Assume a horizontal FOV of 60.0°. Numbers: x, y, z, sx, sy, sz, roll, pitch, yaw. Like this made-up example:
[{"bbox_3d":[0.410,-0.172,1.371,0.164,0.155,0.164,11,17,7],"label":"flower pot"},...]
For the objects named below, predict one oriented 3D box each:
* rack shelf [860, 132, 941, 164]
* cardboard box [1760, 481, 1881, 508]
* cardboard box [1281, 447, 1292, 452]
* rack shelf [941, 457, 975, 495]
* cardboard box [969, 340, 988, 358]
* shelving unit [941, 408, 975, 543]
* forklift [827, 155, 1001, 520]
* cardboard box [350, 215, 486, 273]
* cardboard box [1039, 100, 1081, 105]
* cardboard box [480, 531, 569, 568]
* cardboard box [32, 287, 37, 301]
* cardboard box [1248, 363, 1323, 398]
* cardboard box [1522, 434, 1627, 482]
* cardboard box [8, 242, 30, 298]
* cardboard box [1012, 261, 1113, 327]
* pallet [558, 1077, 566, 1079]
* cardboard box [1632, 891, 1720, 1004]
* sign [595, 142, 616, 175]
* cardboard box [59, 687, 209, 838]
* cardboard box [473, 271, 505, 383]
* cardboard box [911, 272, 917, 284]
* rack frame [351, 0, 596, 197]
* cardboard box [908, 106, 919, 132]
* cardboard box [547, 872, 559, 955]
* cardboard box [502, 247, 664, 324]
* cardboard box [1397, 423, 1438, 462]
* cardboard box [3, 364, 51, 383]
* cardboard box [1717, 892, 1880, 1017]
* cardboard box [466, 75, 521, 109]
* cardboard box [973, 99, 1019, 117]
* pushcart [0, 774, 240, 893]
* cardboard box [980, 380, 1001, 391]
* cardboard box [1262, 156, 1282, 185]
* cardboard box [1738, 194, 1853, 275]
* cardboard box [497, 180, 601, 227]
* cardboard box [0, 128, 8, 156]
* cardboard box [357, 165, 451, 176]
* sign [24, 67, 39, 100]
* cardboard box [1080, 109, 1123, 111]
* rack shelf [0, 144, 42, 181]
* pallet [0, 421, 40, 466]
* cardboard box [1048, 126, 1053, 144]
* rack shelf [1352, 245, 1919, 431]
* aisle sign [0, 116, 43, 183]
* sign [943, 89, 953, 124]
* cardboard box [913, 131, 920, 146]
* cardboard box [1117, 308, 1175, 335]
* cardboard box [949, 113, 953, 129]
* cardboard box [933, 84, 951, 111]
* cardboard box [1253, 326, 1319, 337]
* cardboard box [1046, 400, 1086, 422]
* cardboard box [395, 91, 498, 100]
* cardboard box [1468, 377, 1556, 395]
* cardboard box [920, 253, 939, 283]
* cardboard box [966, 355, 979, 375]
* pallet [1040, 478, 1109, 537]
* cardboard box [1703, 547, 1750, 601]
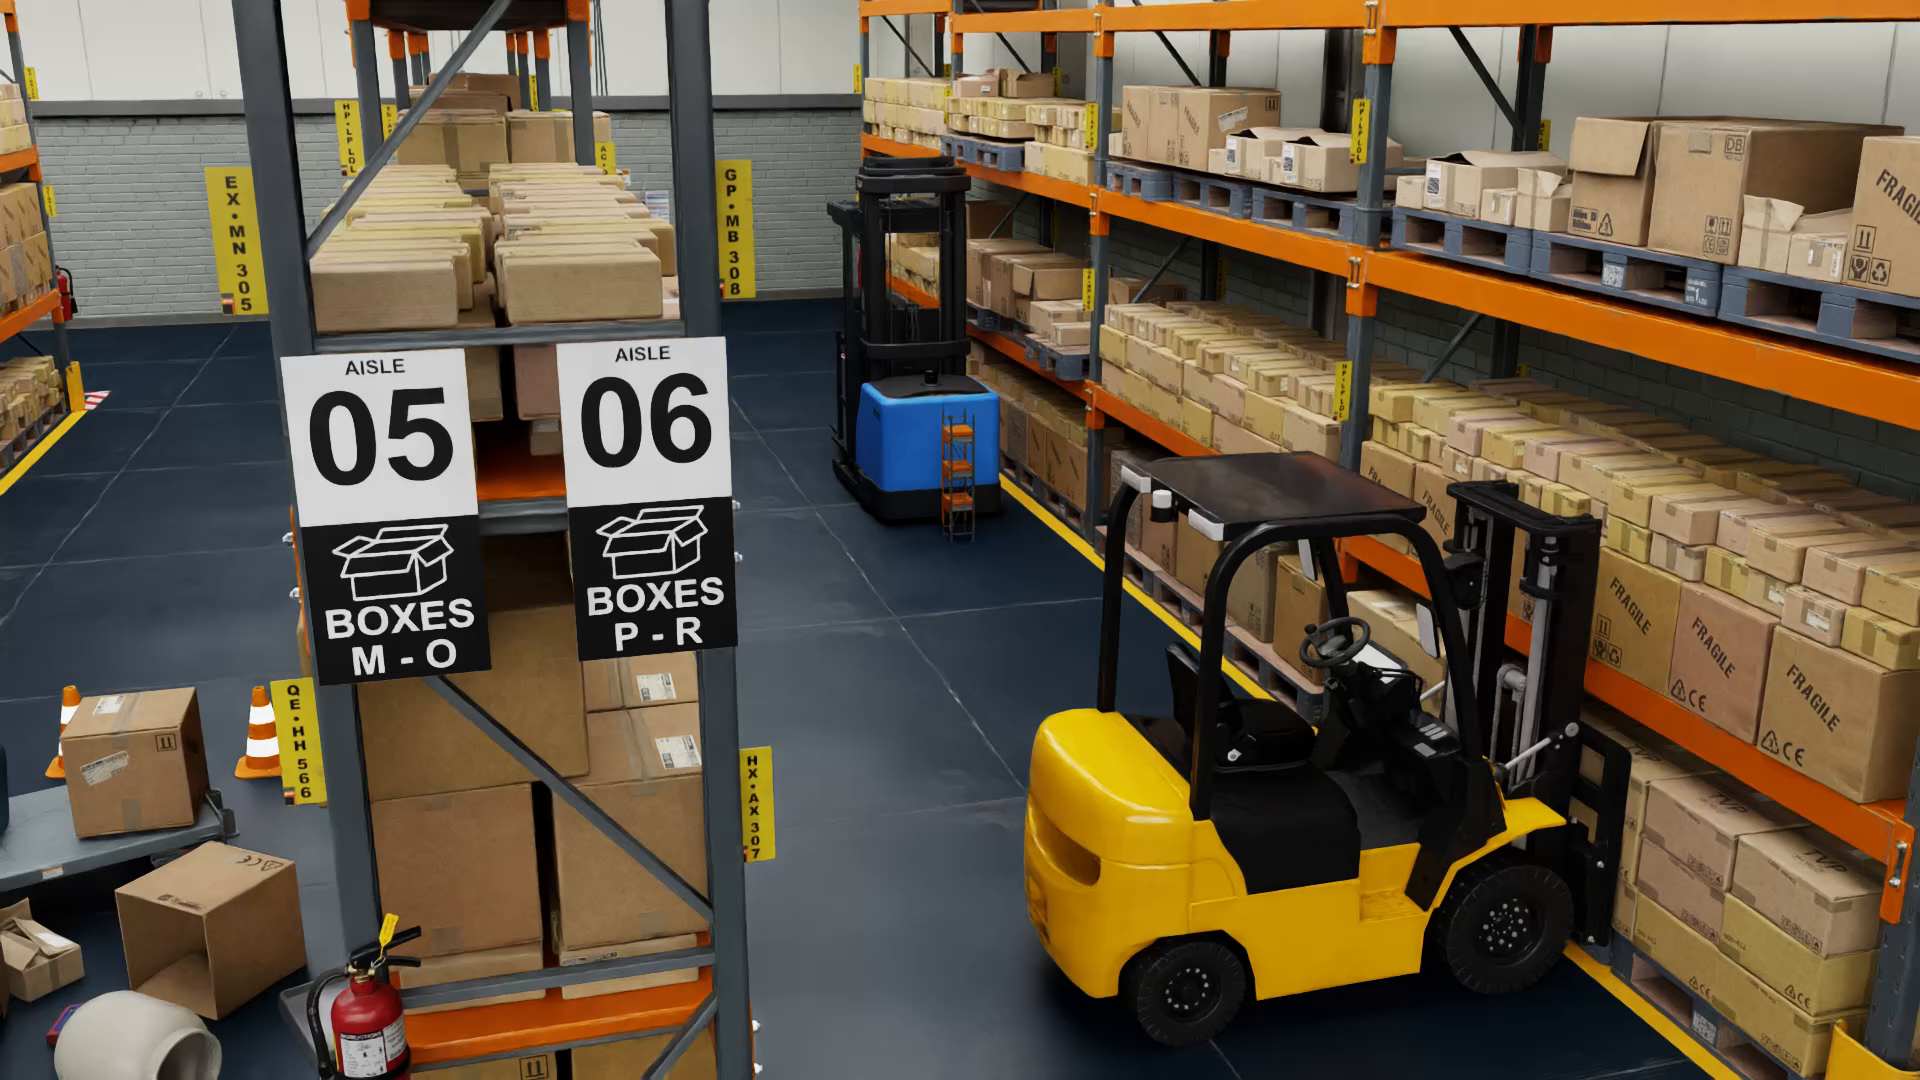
[{"bbox_3d":[-0.141,-4.199,18.254,1.077,0.370,4.000,-5,17,-15],"label":"rack shelf"},{"bbox_3d":[3.544,-0.133,6.863,0.380,0.149,0.250,-4,17,-14],"label":"cardboard box"},{"bbox_3d":[2.218,-0.388,9.791,0.500,0.250,0.500,-4,17,-14],"label":"cardboard box"},{"bbox_3d":[-0.015,-0.507,13.353,0.215,0.259,0.240,-5,17,-15],"label":"rack shelf"},{"bbox_3d":[0.310,-1.896,16.519,0.380,0.149,0.250,-5,17,-16],"label":"cardboard box"},{"bbox_3d":[-0.015,-0.518,13.350,0.215,1.050,0.252,-5,17,-15],"label":"shelving unit"},{"bbox_3d":[-0.549,-1.957,14.871,1.130,2.935,3.031,-5,17,-15],"label":"forklift"},{"bbox_3d":[-1.644,-0.896,5.056,0.380,0.149,0.250,-5,17,-15],"label":"cardboard box"},{"bbox_3d":[0.910,-3.826,14.778,0.380,0.149,0.250,-5,17,-15],"label":"cardboard box"},{"bbox_3d":[-1.547,0.225,5.060,0.700,0.500,0.500,-5,17,-15],"label":"cardboard box"},{"bbox_3d":[-9.716,-2.520,17.063,0.380,0.149,0.250,-5,17,-16],"label":"cardboard box"},{"bbox_3d":[1.995,-0.981,10.202,0.380,0.149,0.250,-5,18,-17],"label":"cardboard box"},{"bbox_3d":[2.840,-0.380,7.686,0.380,0.149,0.250,-5,17,-15],"label":"cardboard box"},{"bbox_3d":[-9.537,-2.652,16.375,0.500,0.500,0.500,-5,17,-15],"label":"cardboard box"},{"bbox_3d":[0.882,-2.135,14.436,0.797,0.503,0.637,-5,17,-17],"label":"cardboard box"},{"bbox_3d":[-1.275,2.246,5.609,1.003,0.211,1.213,-5,17,-15],"label":"pallet"},{"bbox_3d":[3.146,1.638,6.836,0.500,0.250,0.500,-5,17,-15],"label":"cardboard box"},{"bbox_3d":[-1.644,-1.677,7.708,0.100,0.325,0.005,-5,17,-15],"label":"sign"},{"bbox_3d":[-3.867,1.036,7.818,0.500,0.500,0.500,-5,17,-15],"label":"cardboard box"},{"bbox_3d":[-1.589,-0.609,4.795,0.500,0.250,0.500,-5,17,-16],"label":"cardboard box"},{"bbox_3d":[-0.328,-2.930,18.430,0.380,0.149,0.250,-5,17,-15],"label":"cardboard box"},{"bbox_3d":[-2.164,-2.821,7.201,1.000,3.000,0.127,-5,17,-15],"label":"rack frame"},{"bbox_3d":[-0.247,-4.460,17.617,0.500,0.250,0.500,-4,17,-14],"label":"cardboard box"},{"bbox_3d":[-1.042,1.100,5.013,0.380,0.149,0.250,-4,17,-14],"label":"cardboard box"},{"bbox_3d":[-0.966,-0.654,4.251,0.380,0.149,0.250,-5,17,-16],"label":"cardboard box"},{"bbox_3d":[2.515,-0.519,8.665,0.380,0.149,0.250,-4,17,-14],"label":"cardboard box"},{"bbox_3d":[-9.597,-1.706,17.110,0.380,0.149,0.250,-5,17,-16],"label":"cardboard box"},{"bbox_3d":[3.273,1.532,6.320,0.500,0.250,0.500,-5,17,-16],"label":"cardboard box"},{"bbox_3d":[-4.322,-4.073,15.507,0.500,0.500,0.500,-4,17,-14],"label":"cardboard box"},{"bbox_3d":[0.336,-3.934,15.135,0.380,0.149,0.250,-5,17,-16],"label":"cardboard box"},{"bbox_3d":[-4.342,1.502,7.795,1.648,0.377,0.936,-12,20,-34],"label":"pushcart"},{"bbox_3d":[0.481,-1.260,16.047,0.500,0.500,0.500,-5,17,-16],"label":"cardboard box"},{"bbox_3d":[2.013,-2.187,9.836,0.380,0.149,0.250,-5,17,-15],"label":"cardboard box"},{"bbox_3d":[3.117,-1.131,6.120,0.396,0.266,0.258,-5,17,-15],"label":"cardboard box"},{"bbox_3d":[-1.566,-1.289,6.364,0.380,0.149,0.250,-5,17,-16],"label":"cardboard box"},{"bbox_3d":[-9.543,-3.829,16.031,0.500,0.250,0.500,-4,17,-13],"label":"cardboard box"},{"bbox_3d":[-2.391,-1.533,7.178,0.380,0.149,0.250,-5,17,-16],"label":"cardboard box"},{"bbox_3d":[-9.654,-4.747,17.287,0.100,0.325,0.005,-5,17,-15],"label":"sign"},{"bbox_3d":[1.159,-3.299,13.056,0.380,0.149,0.250,-5,18,-17],"label":"cardboard box"},{"bbox_3d":[-9.644,-3.387,15.548,1.077,0.370,4.000,-5,17,-15],"label":"rack shelf"},{"bbox_3d":[-9.652,-0.927,16.171,1.003,0.211,1.213,-5,17,-15],"label":"pallet"},{"bbox_3d":[0.948,-3.368,13.806,0.380,0.149,0.250,-5,17,-15],"label":"cardboard box"},{"bbox_3d":[3.157,-0.880,7.204,1.077,0.370,4.000,-5,17,-15],"label":"rack shelf"},{"bbox_3d":[-9.925,-4.137,17.490,0.394,0.787,0.004,-5,17,-15],"label":"aisle sign"},{"bbox_3d":[-0.111,-4.193,16.085,0.100,0.325,0.005,-5,17,-15],"label":"sign"},{"bbox_3d":[-0.287,-4.303,17.786,0.380,0.149,0.250,-5,17,-15],"label":"cardboard box"},{"bbox_3d":[1.387,-1.621,12.333,0.380,0.149,0.250,-4,17,-14],"label":"cardboard box"},{"bbox_3d":[0.109,-4.005,15.891,0.380,0.149,0.250,-4,17,-14],"label":"cardboard box"},{"bbox_3d":[0.039,-4.421,16.617,0.500,0.250,0.500,-5,17,-15],"label":"cardboard box"},{"bbox_3d":[2.265,-1.389,11.561,0.380,0.149,0.250,-5,17,-16],"label":"cardboard box"},{"bbox_3d":[0.965,-1.105,14.404,0.380,0.149,0.250,-4,17,-14],"label":"cardboard box"},{"bbox_3d":[-3.718,-2.999,12.103,0.700,0.500,0.500,-6,18,-18],"label":"cardboard box"},{"bbox_3d":[2.986,-0.778,9.009,0.380,0.149,0.250,-5,17,-15],"label":"cardboard box"},{"bbox_3d":[-0.117,-2.884,17.582,0.500,0.250,0.500,-5,17,-15],"label":"cardboard box"},{"bbox_3d":[0.252,-1.748,16.546,0.380,0.149,0.250,-4,17,-13],"label":"cardboard box"},{"bbox_3d":[1.339,-0.322,14.156,1.003,0.211,1.213,-5,17,-15],"label":"pallet"},{"bbox_3d":[3.174,0.119,6.542,0.380,0.149,0.250,-5,17,-16],"label":"cardboard box"}]
